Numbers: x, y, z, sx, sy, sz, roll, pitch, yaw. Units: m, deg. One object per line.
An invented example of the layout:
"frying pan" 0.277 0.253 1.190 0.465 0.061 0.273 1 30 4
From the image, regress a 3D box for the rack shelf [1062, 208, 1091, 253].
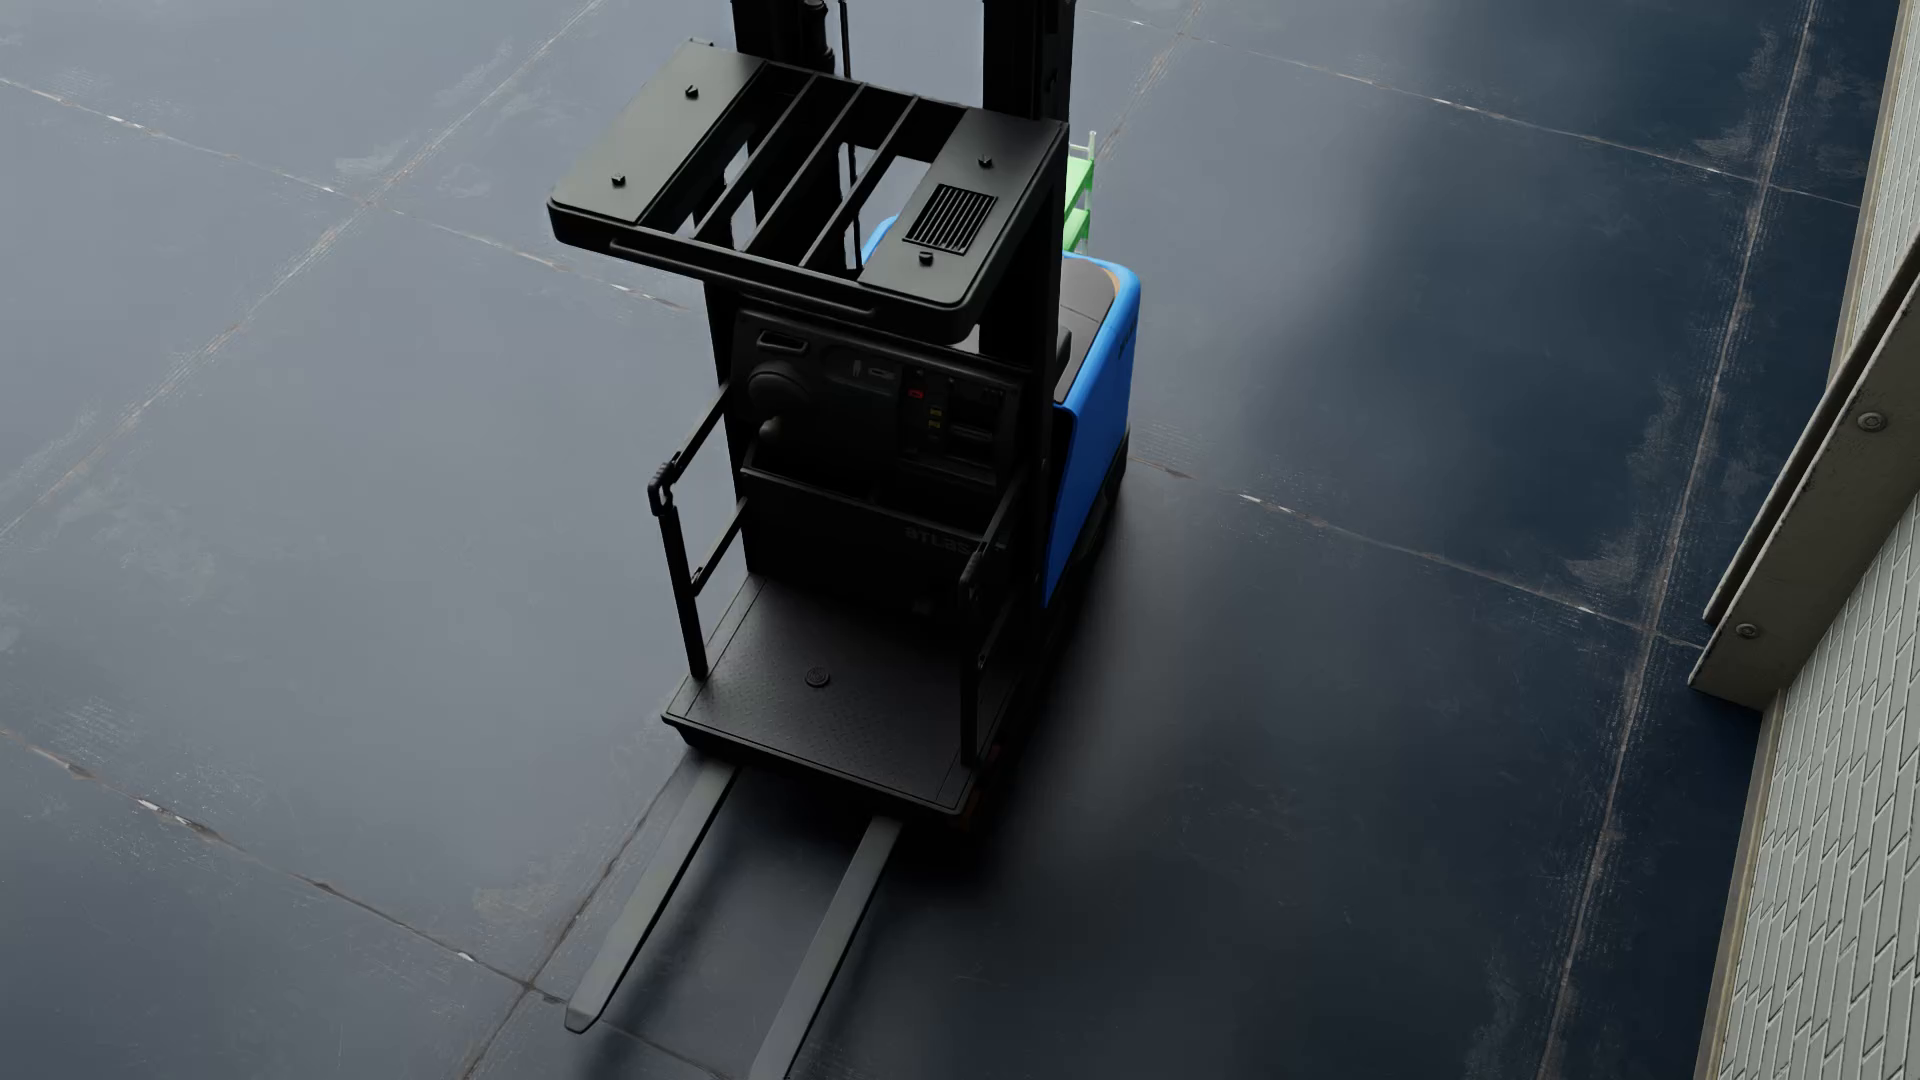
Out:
"rack shelf" 0.314 -1.126 6.505 0.258 0.148 0.480 16 52 14

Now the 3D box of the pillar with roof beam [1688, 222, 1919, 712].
"pillar with roof beam" -0.996 -3.868 3.948 9.100 9.000 0.400 20 52 16

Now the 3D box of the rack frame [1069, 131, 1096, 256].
"rack frame" 0.402 -1.186 6.786 0.240 1.200 0.015 16 52 14

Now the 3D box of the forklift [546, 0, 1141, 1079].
"forklift" -0.337 -0.317 4.910 1.130 2.935 3.031 16 52 14

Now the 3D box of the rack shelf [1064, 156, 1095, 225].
"rack shelf" 0.314 -1.282 6.322 0.258 0.148 0.480 16 52 14

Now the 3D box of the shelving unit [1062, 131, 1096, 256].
"shelving unit" 0.314 -1.012 6.639 0.258 1.200 0.503 16 52 14
